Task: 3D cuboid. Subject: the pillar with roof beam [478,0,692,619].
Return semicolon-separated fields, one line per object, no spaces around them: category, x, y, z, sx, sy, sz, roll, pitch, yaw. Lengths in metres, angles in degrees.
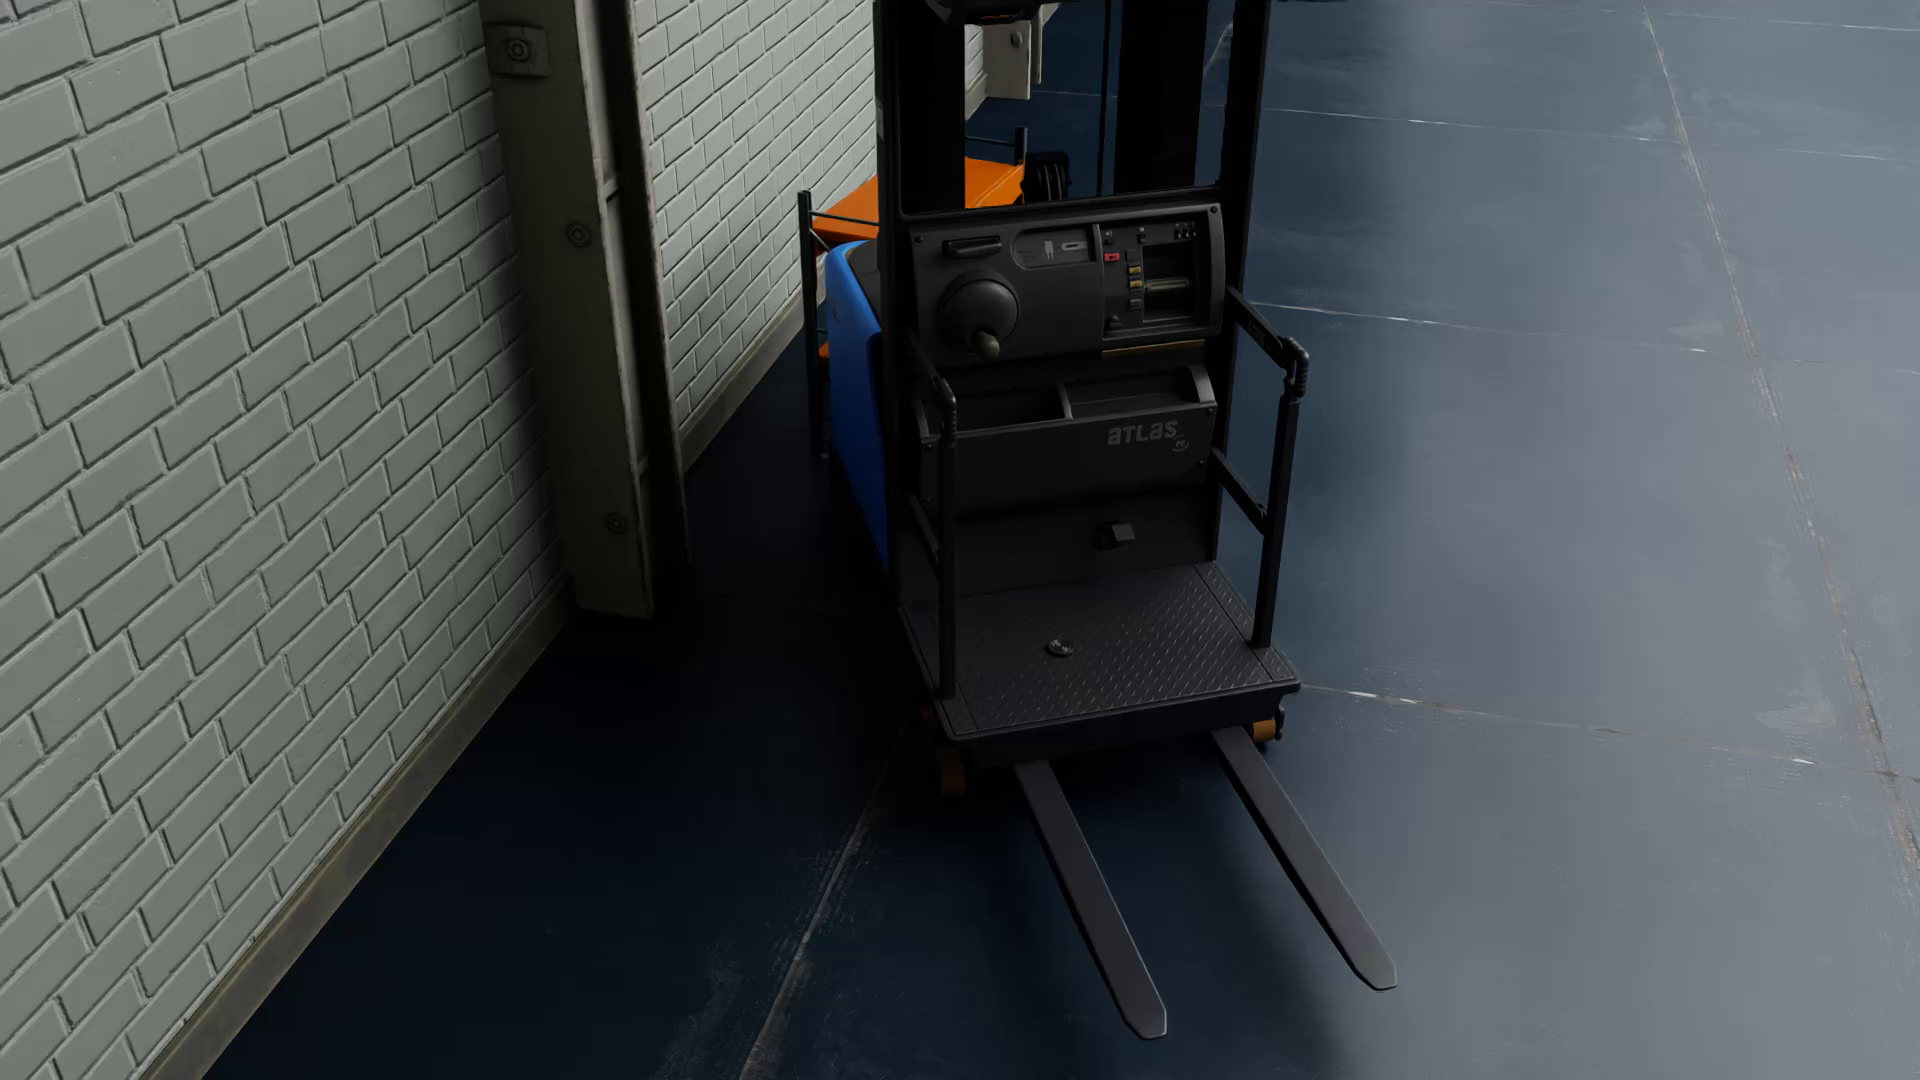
pillar with roof beam;2.978;-3.060;2.675;9.100;9.000;0.400;8;33;12

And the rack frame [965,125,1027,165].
rack frame;0.041;-1.269;7.198;0.500;1.125;0.032;13;35;20

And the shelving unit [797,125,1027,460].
shelving unit;-0.165;-1.020;6.806;0.538;1.125;1.048;13;35;20

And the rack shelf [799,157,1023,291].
rack shelf;-0.165;-1.267;6.649;0.538;0.278;1.000;13;35;20

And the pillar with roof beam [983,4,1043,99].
pillar with roof beam;4.501;-6.173;7.573;9.100;9.000;0.400;8;33;12

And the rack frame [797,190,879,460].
rack frame;-0.371;-0.771;6.414;0.500;1.125;0.032;13;35;20

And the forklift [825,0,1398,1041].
forklift;0.374;-0.688;4.601;1.130;2.935;3.031;-8;33;-12

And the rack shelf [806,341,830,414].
rack shelf;-0.165;-0.814;6.937;0.538;0.278;1.000;13;35;20
